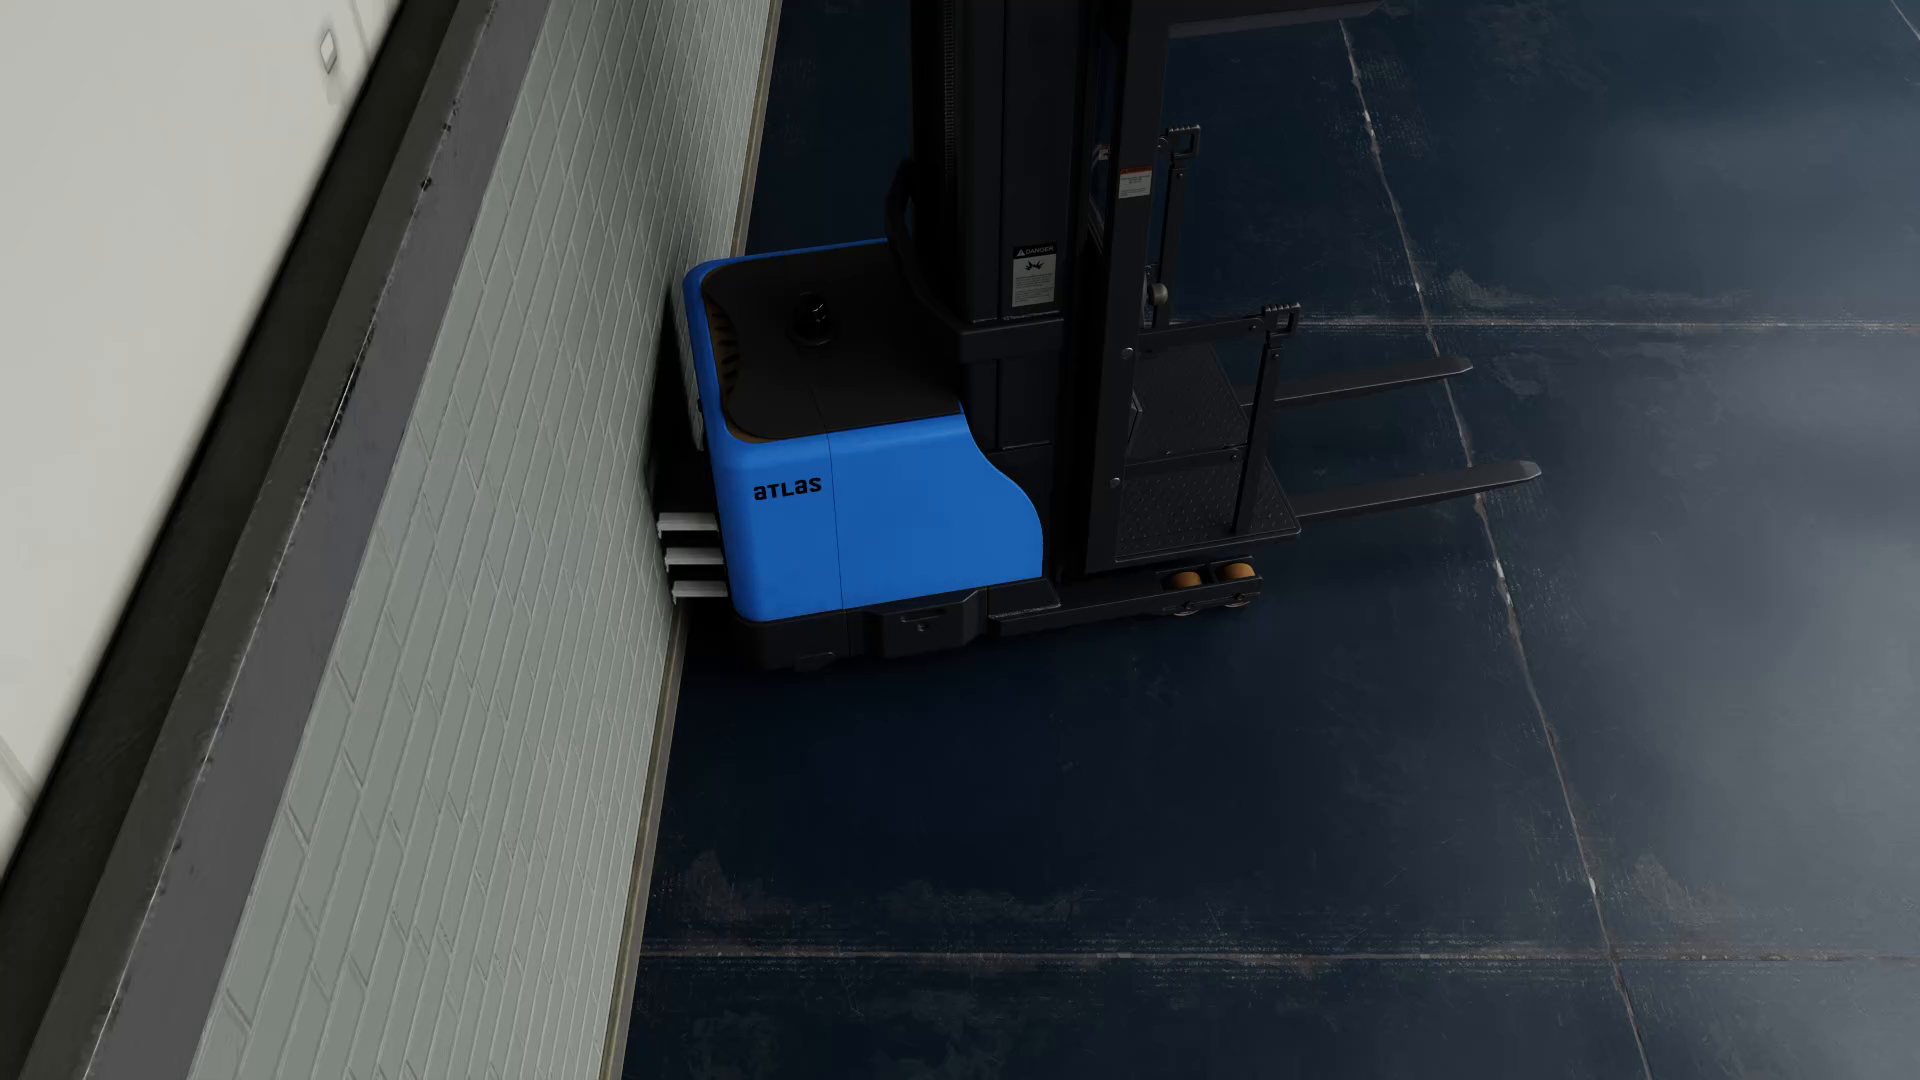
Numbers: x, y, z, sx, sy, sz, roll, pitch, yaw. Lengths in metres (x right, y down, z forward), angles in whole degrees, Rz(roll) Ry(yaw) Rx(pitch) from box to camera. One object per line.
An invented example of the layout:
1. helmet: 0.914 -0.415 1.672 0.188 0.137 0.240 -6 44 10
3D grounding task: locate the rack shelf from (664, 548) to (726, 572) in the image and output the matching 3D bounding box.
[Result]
1. rack shelf: -0.894 -0.010 5.692 0.200 0.077 0.258 0 51 0

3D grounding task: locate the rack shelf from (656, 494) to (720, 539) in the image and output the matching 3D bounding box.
1. rack shelf: -0.895 -0.124 5.552 0.200 0.077 0.258 0 51 0

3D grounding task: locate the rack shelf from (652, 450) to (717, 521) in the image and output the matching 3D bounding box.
1. rack shelf: -0.895 -0.181 5.483 0.200 0.077 0.258 0 51 0

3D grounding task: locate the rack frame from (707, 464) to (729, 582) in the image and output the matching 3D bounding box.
1. rack frame: -0.793 -0.031 5.666 0.006 0.900 0.240 0 51 0

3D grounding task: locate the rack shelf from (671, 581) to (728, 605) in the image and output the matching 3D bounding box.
1. rack shelf: -0.894 0.105 5.831 0.200 0.077 0.258 0 51 0

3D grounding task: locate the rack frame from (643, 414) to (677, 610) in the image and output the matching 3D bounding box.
1. rack frame: -0.996 -0.031 5.666 0.006 0.900 0.240 0 51 0

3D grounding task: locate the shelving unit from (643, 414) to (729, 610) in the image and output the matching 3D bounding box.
1. shelving unit: -0.894 -0.031 5.666 0.210 0.900 0.258 0 51 0

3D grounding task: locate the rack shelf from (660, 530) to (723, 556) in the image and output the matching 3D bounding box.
1. rack shelf: -0.894 -0.067 5.622 0.200 0.077 0.258 0 51 0

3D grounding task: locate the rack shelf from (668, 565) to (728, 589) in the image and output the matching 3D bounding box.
1. rack shelf: -0.894 0.048 5.761 0.200 0.077 0.258 0 51 0

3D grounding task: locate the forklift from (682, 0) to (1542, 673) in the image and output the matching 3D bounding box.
1. forklift: 0.614 -1.097 5.268 3.031 2.935 1.130 -9 48 -8
